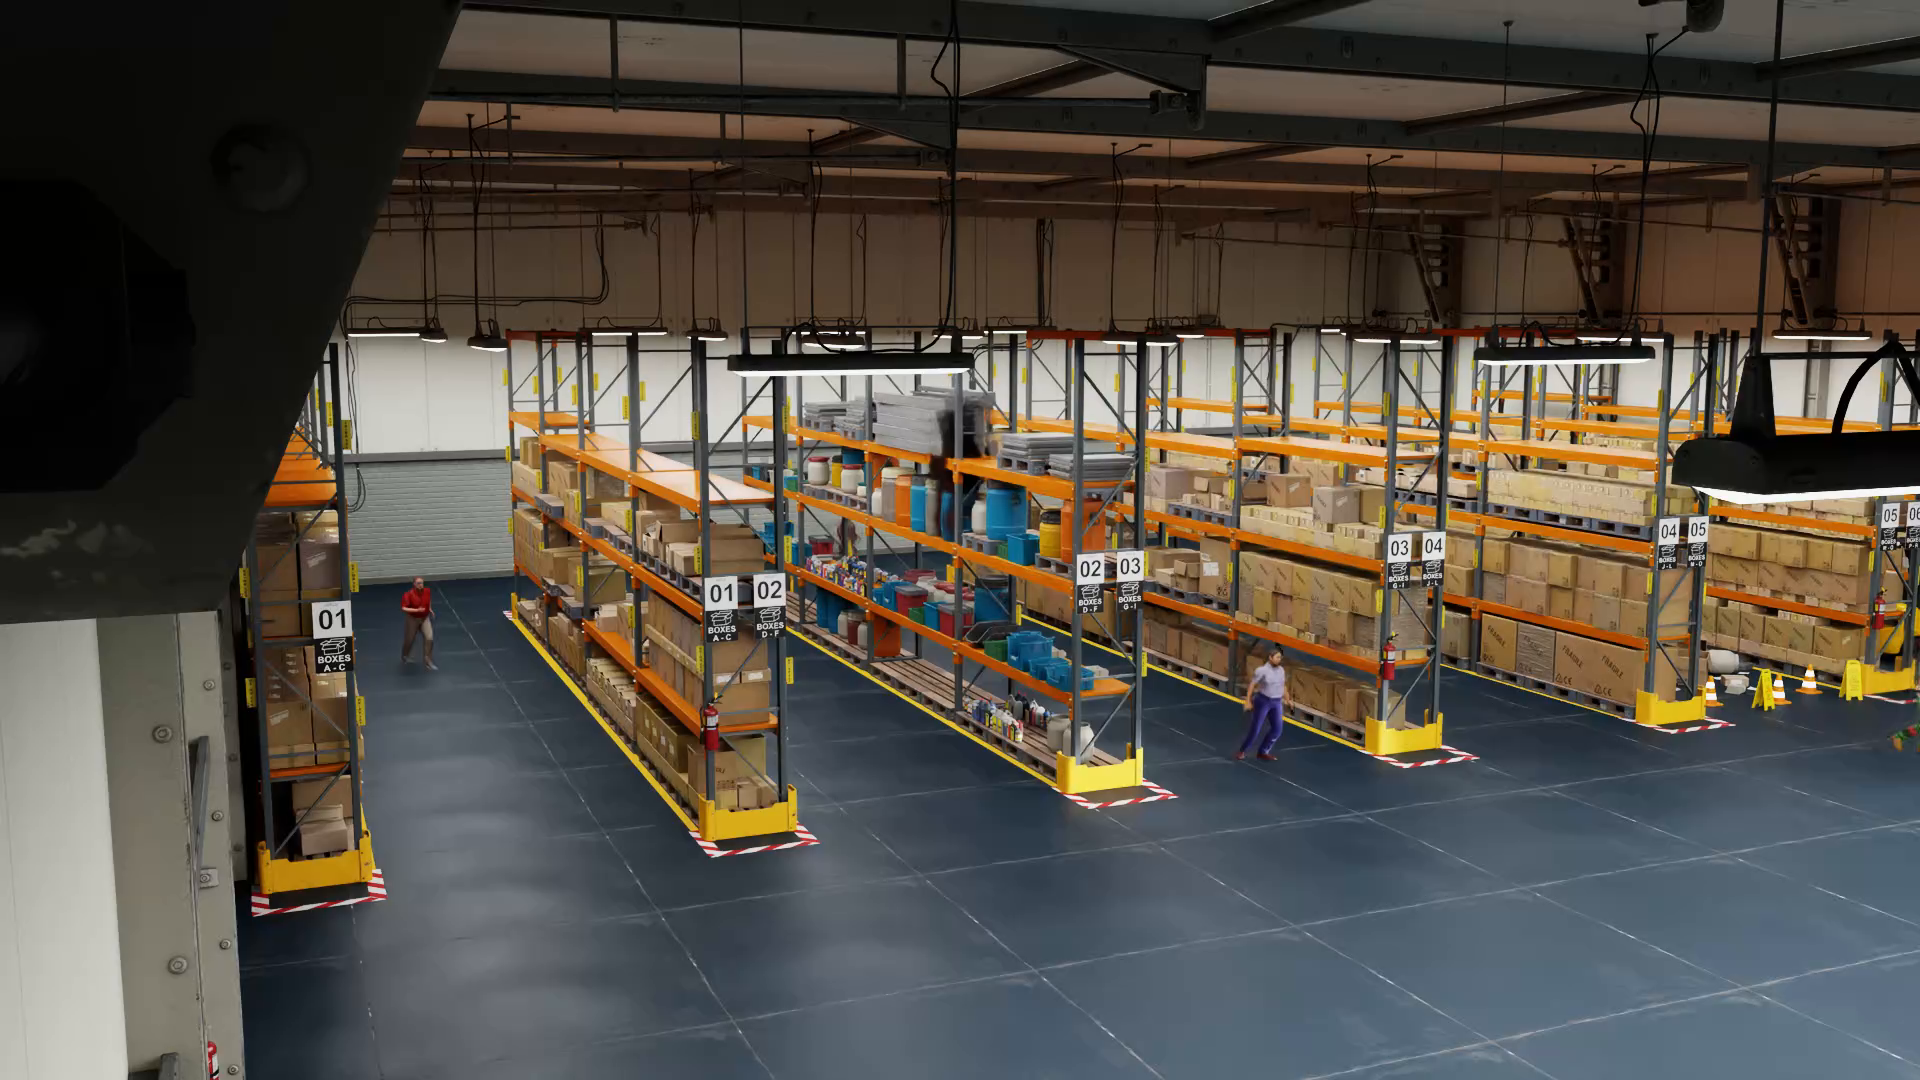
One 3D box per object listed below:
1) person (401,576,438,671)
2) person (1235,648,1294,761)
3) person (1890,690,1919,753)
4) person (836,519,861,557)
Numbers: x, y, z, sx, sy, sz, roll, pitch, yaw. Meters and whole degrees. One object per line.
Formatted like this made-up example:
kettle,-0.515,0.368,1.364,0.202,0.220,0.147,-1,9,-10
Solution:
person,-9.679,1.474,29.669,0.680,1.713,1.000,-7,10,-42
person,4.307,2.333,23.626,0.774,1.600,0.505,-4,9,-29
person,13.882,2.236,23.921,0.713,1.712,0.792,7,10,41
person,-2.666,0.143,39.061,1.012,1.728,0.738,0,8,3
